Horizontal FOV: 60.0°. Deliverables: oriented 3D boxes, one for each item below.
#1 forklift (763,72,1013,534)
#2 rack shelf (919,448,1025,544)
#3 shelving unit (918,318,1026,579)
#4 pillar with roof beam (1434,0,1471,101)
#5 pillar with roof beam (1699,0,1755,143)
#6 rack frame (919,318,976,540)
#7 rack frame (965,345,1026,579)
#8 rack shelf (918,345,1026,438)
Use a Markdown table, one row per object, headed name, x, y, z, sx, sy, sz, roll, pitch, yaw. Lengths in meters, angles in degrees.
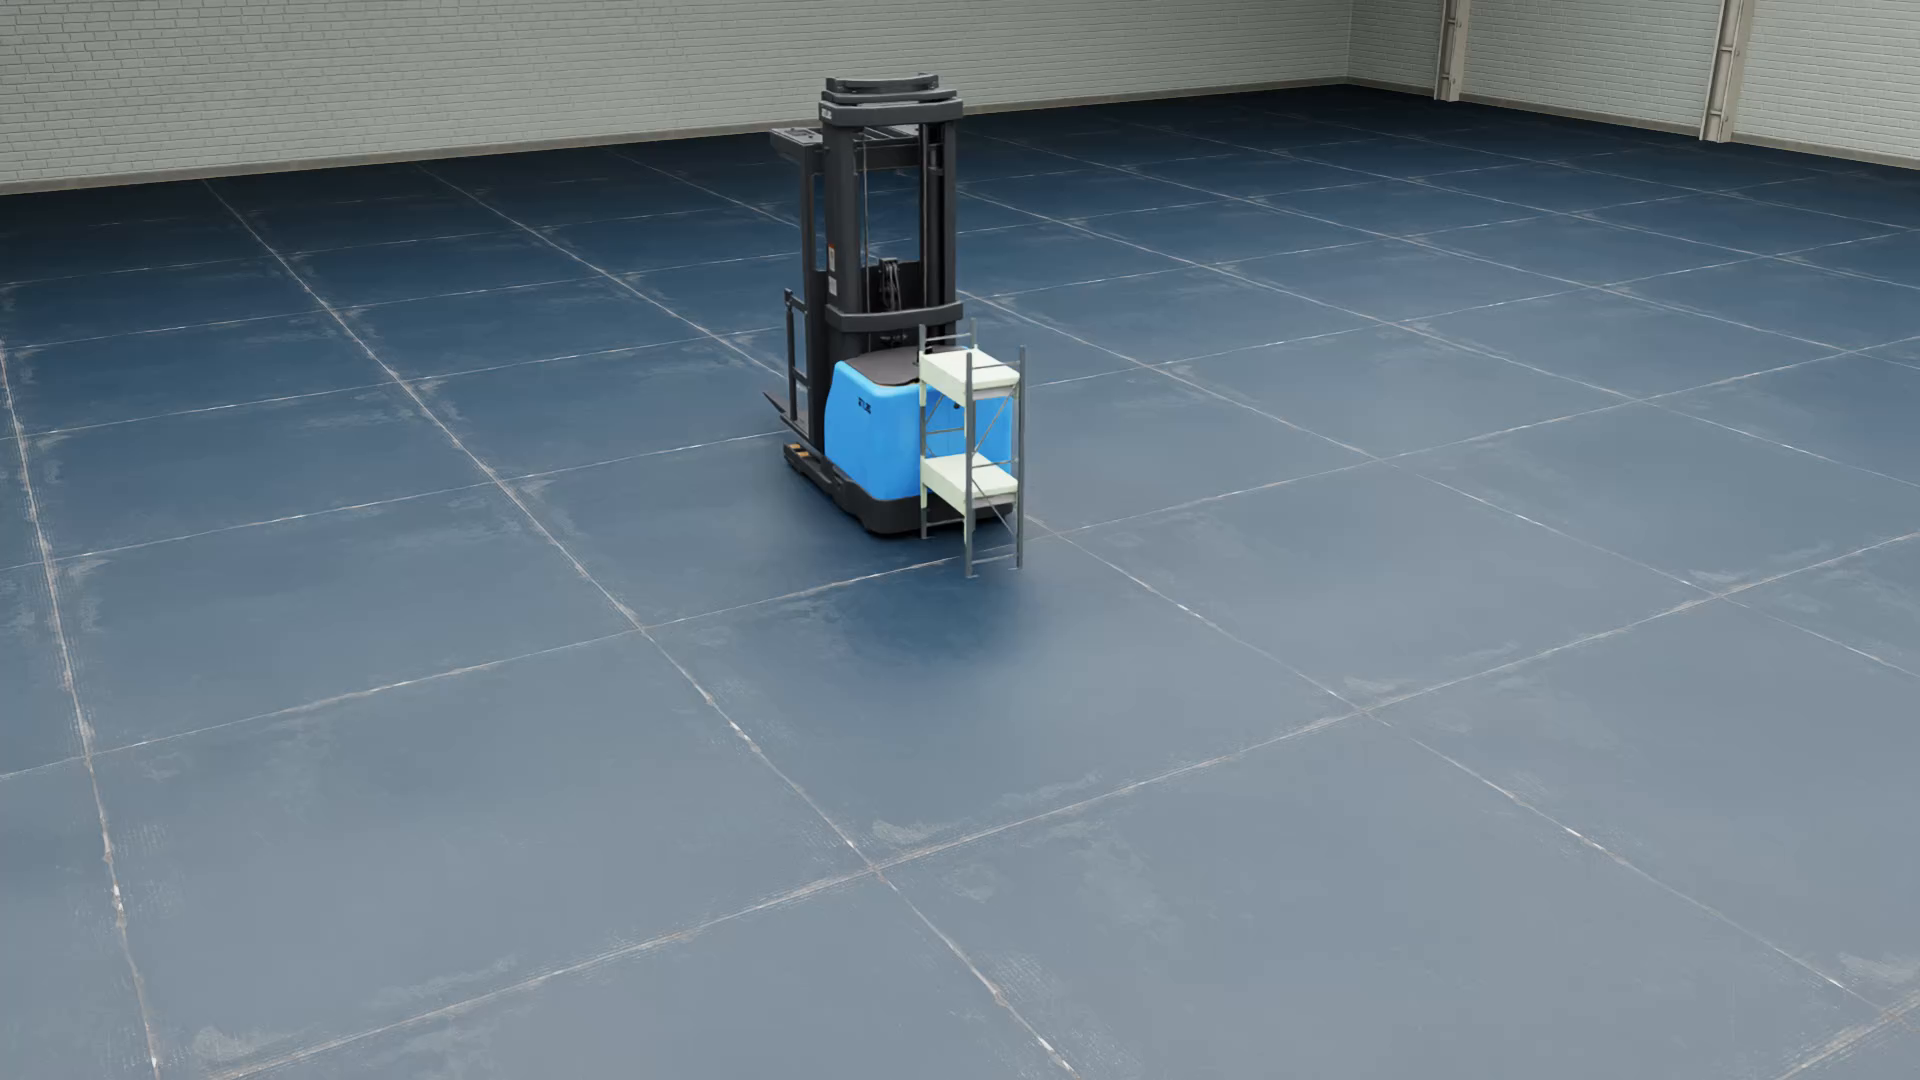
| name | x | y | z | sx | sy | sz | roll | pitch | yaw |
| --- | --- | --- | --- | --- | --- | --- | --- | --- | --- |
| forklift | -0.697 | -1.920 | 12.142 | 1.130 | 2.935 | 3.031 | -10 | 24 | -22 |
| rack shelf | 0.071 | -0.299 | 10.921 | 0.431 | 0.370 | 0.720 | -10 | 24 | -22 |
| shelving unit | 0.071 | -0.601 | 10.799 | 0.431 | 1.500 | 0.755 | -10 | 24 | -22 |
| pillar with roof beam | 5.791 | -11.927 | 28.705 | 9.100 | 9.000 | 0.400 | -13 | 25 | -28 |
| pillar with roof beam | 8.856 | -9.985 | 23.927 | 9.100 | 9.000 | 0.400 | -13 | 25 | -28 |
| rack frame | -0.080 | -0.727 | 11.108 | 0.400 | 1.500 | 0.023 | -10 | 24 | -22 |
| rack frame | 0.222 | -0.476 | 10.490 | 0.400 | 1.500 | 0.023 | -10 | 24 | -22 |
| rack shelf | 0.071 | -0.963 | 10.652 | 0.431 | 0.370 | 0.720 | -10 | 24 | -22 |
